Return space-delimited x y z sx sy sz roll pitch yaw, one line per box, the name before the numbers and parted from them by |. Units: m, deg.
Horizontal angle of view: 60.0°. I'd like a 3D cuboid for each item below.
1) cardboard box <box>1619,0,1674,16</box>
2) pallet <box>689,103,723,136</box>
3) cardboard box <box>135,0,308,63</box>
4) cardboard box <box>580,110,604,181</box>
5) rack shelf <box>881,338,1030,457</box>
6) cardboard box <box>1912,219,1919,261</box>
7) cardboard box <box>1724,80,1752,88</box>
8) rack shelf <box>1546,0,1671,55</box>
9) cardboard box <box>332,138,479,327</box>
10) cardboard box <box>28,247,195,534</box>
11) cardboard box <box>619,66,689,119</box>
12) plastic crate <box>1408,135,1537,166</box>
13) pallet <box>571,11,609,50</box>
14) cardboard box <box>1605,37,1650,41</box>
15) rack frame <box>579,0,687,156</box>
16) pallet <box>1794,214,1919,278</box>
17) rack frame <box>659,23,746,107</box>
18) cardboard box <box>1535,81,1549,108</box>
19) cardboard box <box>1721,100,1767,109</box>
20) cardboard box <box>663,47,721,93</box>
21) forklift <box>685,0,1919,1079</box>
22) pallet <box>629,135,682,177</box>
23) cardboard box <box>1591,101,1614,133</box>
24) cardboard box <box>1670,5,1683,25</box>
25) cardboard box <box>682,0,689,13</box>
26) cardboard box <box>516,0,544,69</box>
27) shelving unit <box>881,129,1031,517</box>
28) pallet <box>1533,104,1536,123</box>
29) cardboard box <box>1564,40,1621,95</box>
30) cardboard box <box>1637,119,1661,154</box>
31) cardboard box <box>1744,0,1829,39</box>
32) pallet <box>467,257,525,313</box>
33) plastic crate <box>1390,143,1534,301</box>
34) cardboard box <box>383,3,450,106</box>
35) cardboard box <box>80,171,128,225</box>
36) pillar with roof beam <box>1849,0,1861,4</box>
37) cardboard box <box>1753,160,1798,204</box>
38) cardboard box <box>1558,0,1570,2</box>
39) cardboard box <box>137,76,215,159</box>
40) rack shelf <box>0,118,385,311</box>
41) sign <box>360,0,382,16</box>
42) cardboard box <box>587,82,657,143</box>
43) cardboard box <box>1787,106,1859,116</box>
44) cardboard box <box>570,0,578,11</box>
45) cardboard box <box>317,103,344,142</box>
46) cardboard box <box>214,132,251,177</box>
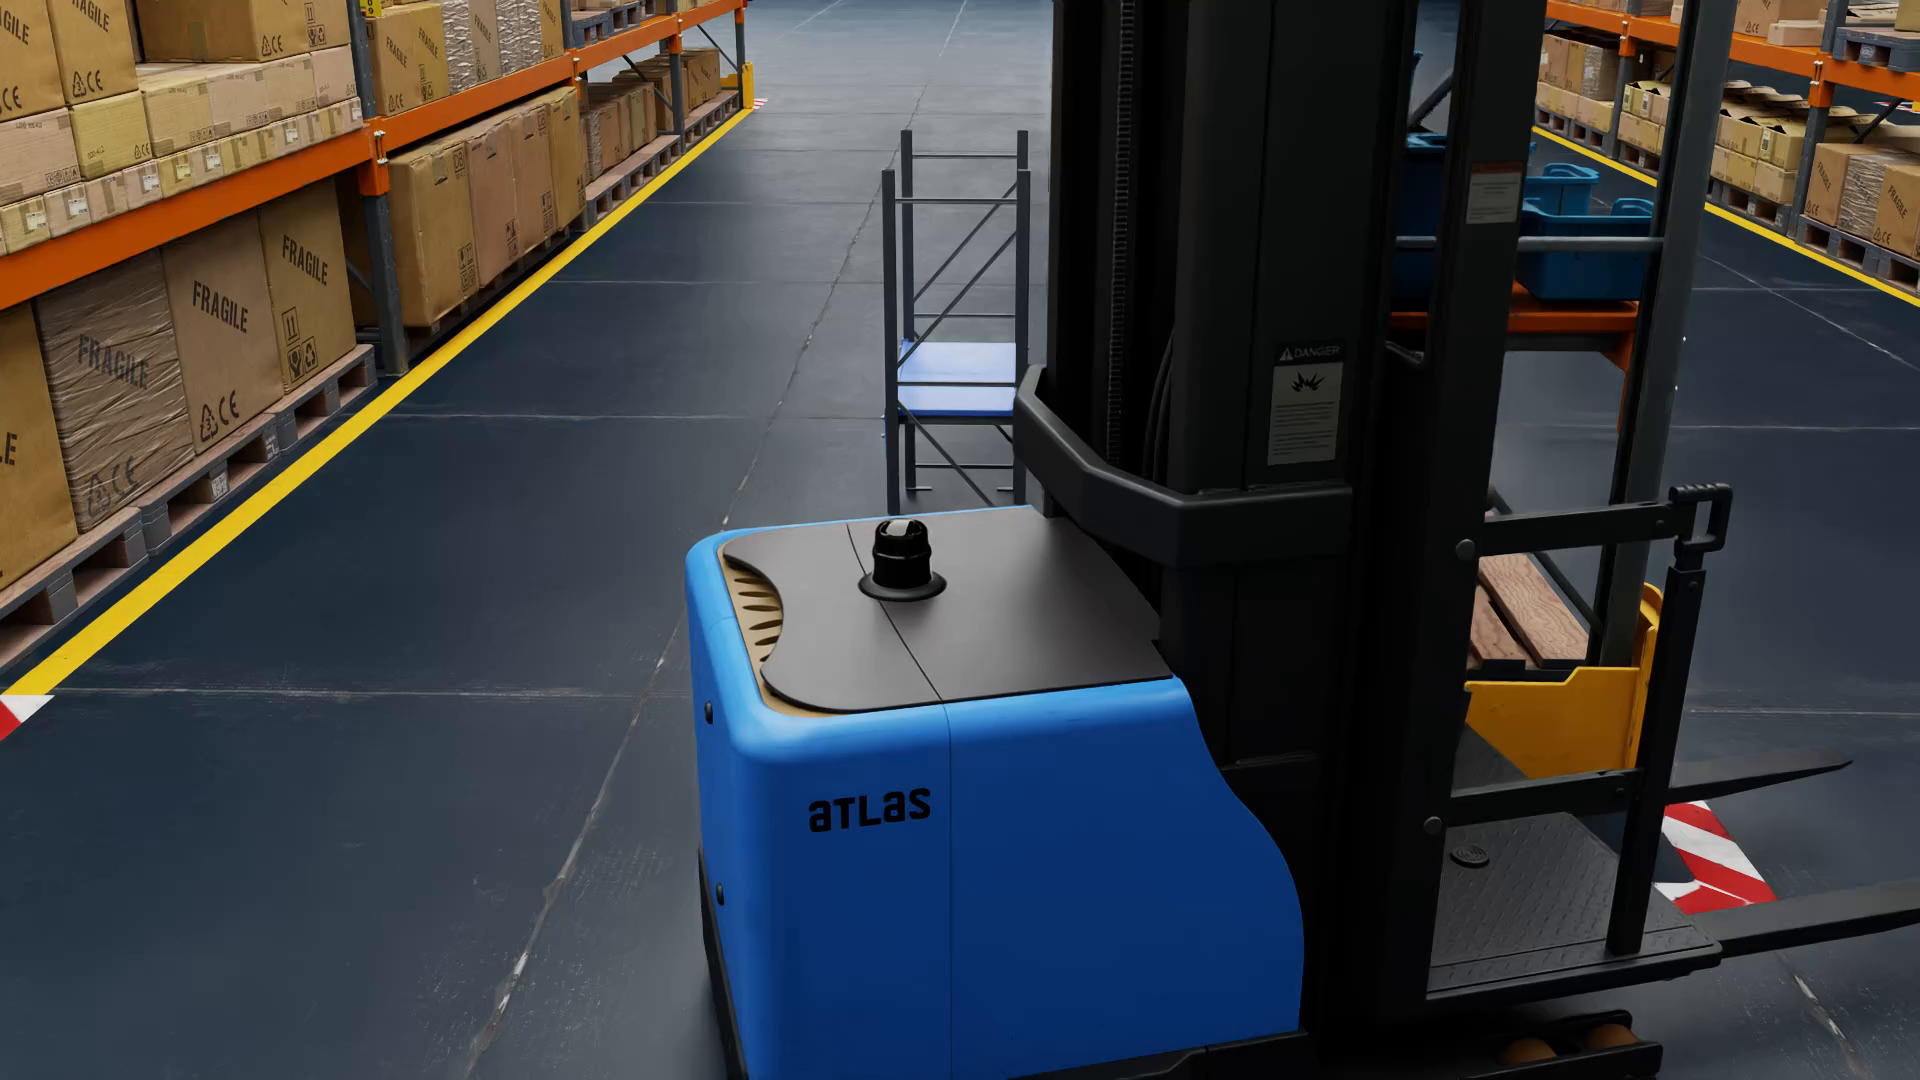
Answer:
cardboard box | 6.731 -5.259 15.797 0.700 0.500 0.500 0 21 0
pallet | -3.159 -4.547 17.957 1.003 0.211 1.213 1 21 2
cardboard box | -3.188 -2.338 7.166 0.500 0.500 0.500 1 21 2
cardboard box | -3.295 -3.199 13.473 0.700 0.500 0.500 -1 21 -3
rack shelf | 0.003 -0.562 6.402 0.538 0.185 1.000 1 21 2
cardboard box | 6.261 -1.924 10.189 0.500 0.500 0.500 0 21 0
cardboard box | 6.998 -4.077 15.336 0.500 0.311 0.500 1 21 2
rack shelf | 6.784 -5.439 17.395 1.077 0.370 4.000 1 21 2
cardboard box | -3.422 -1.706 9.137 1.225 0.875 0.875 1 21 2
cardboard box | -3.576 -0.590 6.259 0.875 0.875 0.875 1 21 2
cardboard box | -3.116 -4.544 16.968 0.500 0.500 0.500 8 22 19
plastic crate | 1.784 -1.280 5.830 0.416 0.233 0.300 1 21 2
pallet | -3.385 -3.885 12.660 1.213 0.211 1.003 1 21 2
cardboard box | 7.094 -5.022 17.508 0.500 0.500 0.500 1 21 2
rack frame | -3.178 -5.162 15.686 1.000 3.000 0.127 1 21 2
pallet | 6.541 -2.036 11.484 1.003 0.211 1.213 1 21 2
rack frame | -3.057 -6.608 19.413 1.000 3.000 0.127 1 21 2
cardboard box | 6.579 -4.859 18.125 0.500 0.250 0.500 1 21 2
cardboard box | 6.416 -3.524 13.911 0.500 0.311 0.500 1 21 3
cardboard box | -3.092 -5.413 19.208 0.500 0.500 0.500 5 22 12
forklift | 0.970 -0.346 3.368 3.031 2.935 1.130 -5 22 -13
pallet | -3.200 -3.580 15.465 1.003 0.211 1.213 1 21 2
cardboard box | 6.519 -4.136 16.261 0.500 0.250 0.500 1 21 2
cardboard box | 6.492 -4.616 14.627 0.380 0.149 0.250 1 21 2
cardboard box | -2.850 -5.210 16.156 0.380 0.149 0.250 1 21 2
cardboard box | -3.088 -3.401 11.009 0.500 0.500 0.500 0 21 1
shelving unit | 0.003 -0.730 6.337 0.538 1.500 1.048 1 21 2
pallet | 6.864 -4.921 18.920 1.003 0.211 1.213 1 21 2
cardboard box | 6.557 -4.847 17.057 0.500 0.500 0.500 1 21 2
cardboard box | 6.447 -3.638 14.978 0.500 0.250 0.500 1 21 3
cardboard box | 6.636 -4.259 13.220 0.500 0.500 0.500 0 21 -1
pallet | -3.439 -1.692 10.597 1.003 0.211 1.213 1 21 2
plastic crate | 1.231 -0.936 4.663 0.616 0.435 0.499 1 21 2
cardboard box | -3.143 -2.661 9.103 0.500 0.500 0.500 1 21 2
cardboard box | -3.173 -1.202 5.828 0.380 0.149 0.250 0 21 1
pillar with roof beam | 8.519 -11.196 22.943 9.100 9.000 0.400 1 21 2
cardboard box | 6.374 -2.712 12.593 0.500 0.250 0.500 1 21 3
cardboard box | 6.786 -6.006 17.724 0.700 0.500 0.500 1 21 2
cardboard box | -3.220 -1.621 6.356 0.500 0.250 0.500 0 21 1
rack shelf | -3.482 -1.211 6.498 1.077 0.370 4.000 1 21 2
sign | -2.867 -2.704 8.046 0.100 0.325 0.005 1 21 2
cardboard box | -3.218 -3.980 15.487 0.700 0.500 0.500 -1 21 -3
cardboard box | 6.937 -3.341 13.439 0.500 0.311 0.500 0 21 0
cardboard box | -3.406 -4.357 12.892 0.700 0.500 0.500 4 22 10
cardboard box | -3.111 -1.945 7.743 0.380 0.149 0.250 1 21 3
cardboard box | -3.142 -1.574 6.786 0.380 0.149 0.250 0 21 1
